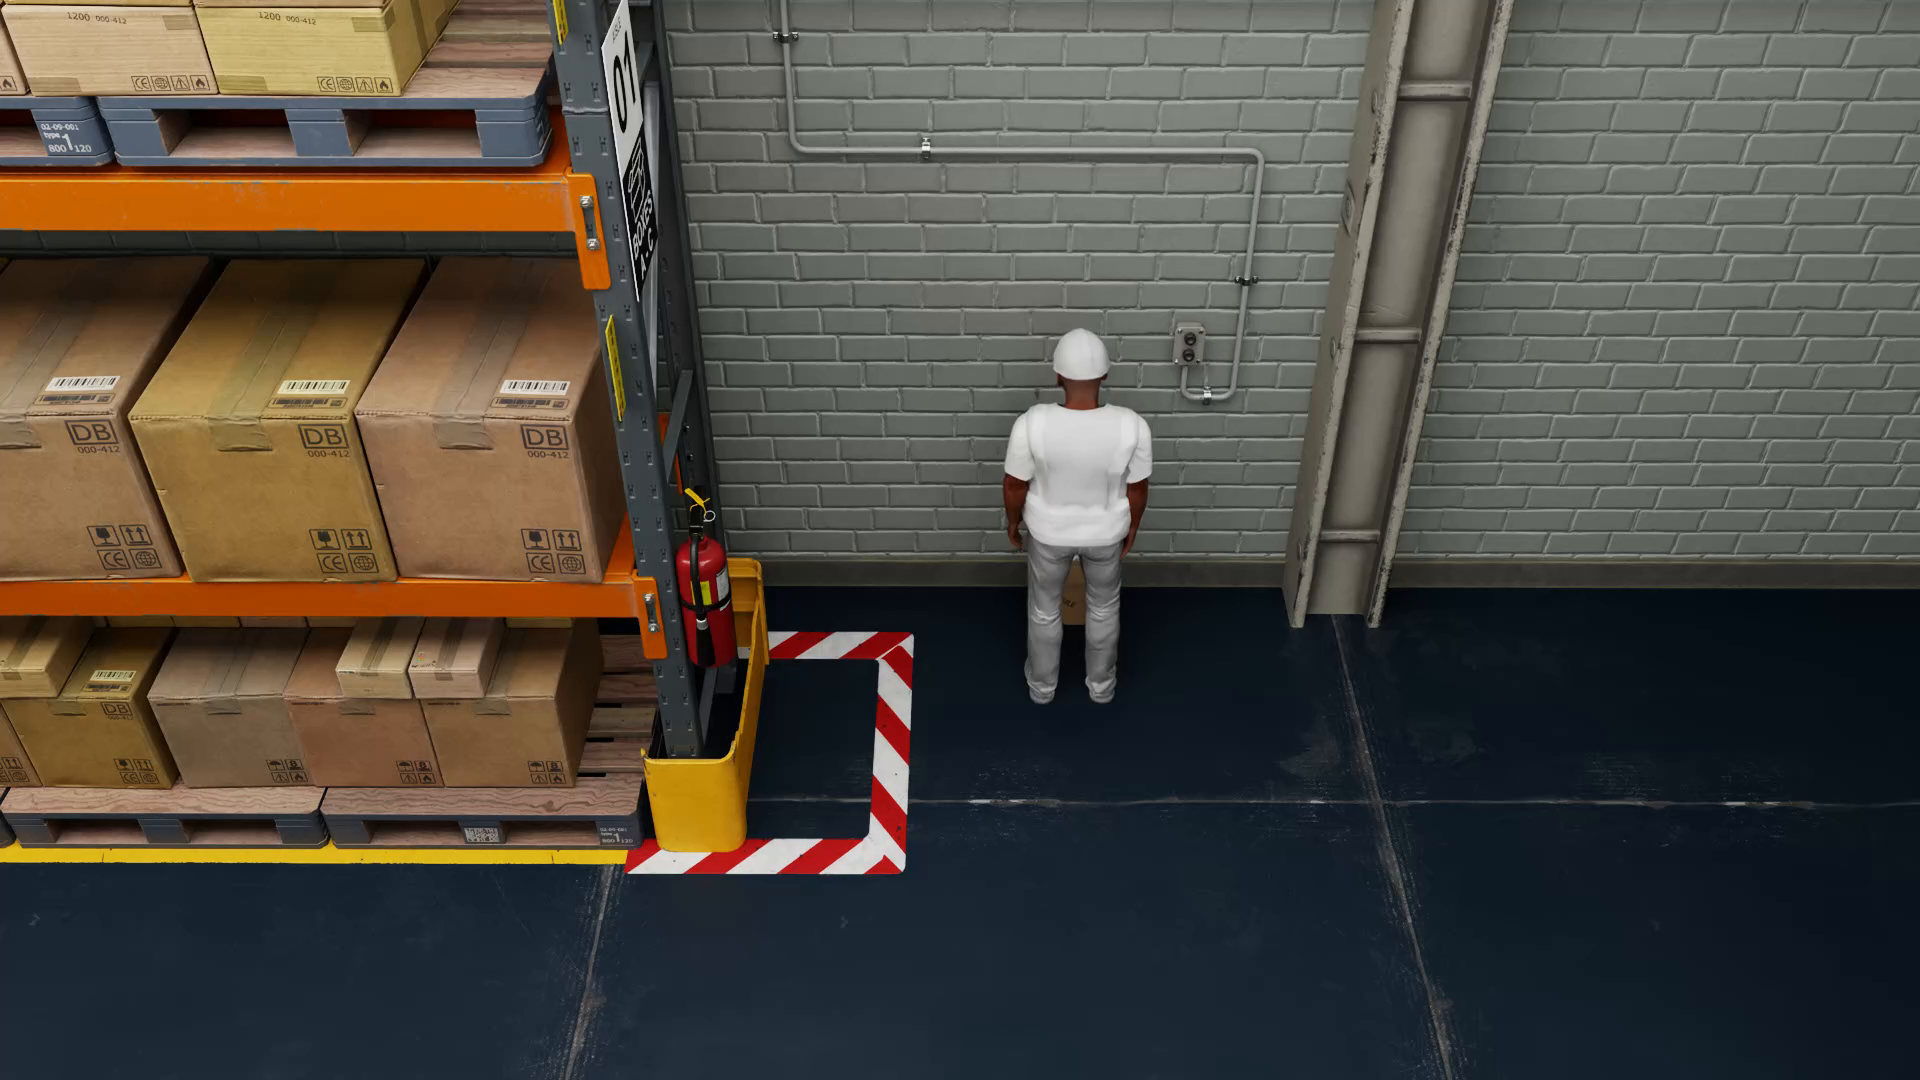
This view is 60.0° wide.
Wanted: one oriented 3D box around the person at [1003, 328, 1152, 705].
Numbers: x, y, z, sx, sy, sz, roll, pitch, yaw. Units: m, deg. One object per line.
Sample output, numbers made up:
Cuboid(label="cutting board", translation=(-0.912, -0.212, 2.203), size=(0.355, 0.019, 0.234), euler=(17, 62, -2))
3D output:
Cuboid(label="person", translation=(0.450, -0.065, 6.575), size=(0.565, 1.763, 0.363), euler=(1, 39, 1))
